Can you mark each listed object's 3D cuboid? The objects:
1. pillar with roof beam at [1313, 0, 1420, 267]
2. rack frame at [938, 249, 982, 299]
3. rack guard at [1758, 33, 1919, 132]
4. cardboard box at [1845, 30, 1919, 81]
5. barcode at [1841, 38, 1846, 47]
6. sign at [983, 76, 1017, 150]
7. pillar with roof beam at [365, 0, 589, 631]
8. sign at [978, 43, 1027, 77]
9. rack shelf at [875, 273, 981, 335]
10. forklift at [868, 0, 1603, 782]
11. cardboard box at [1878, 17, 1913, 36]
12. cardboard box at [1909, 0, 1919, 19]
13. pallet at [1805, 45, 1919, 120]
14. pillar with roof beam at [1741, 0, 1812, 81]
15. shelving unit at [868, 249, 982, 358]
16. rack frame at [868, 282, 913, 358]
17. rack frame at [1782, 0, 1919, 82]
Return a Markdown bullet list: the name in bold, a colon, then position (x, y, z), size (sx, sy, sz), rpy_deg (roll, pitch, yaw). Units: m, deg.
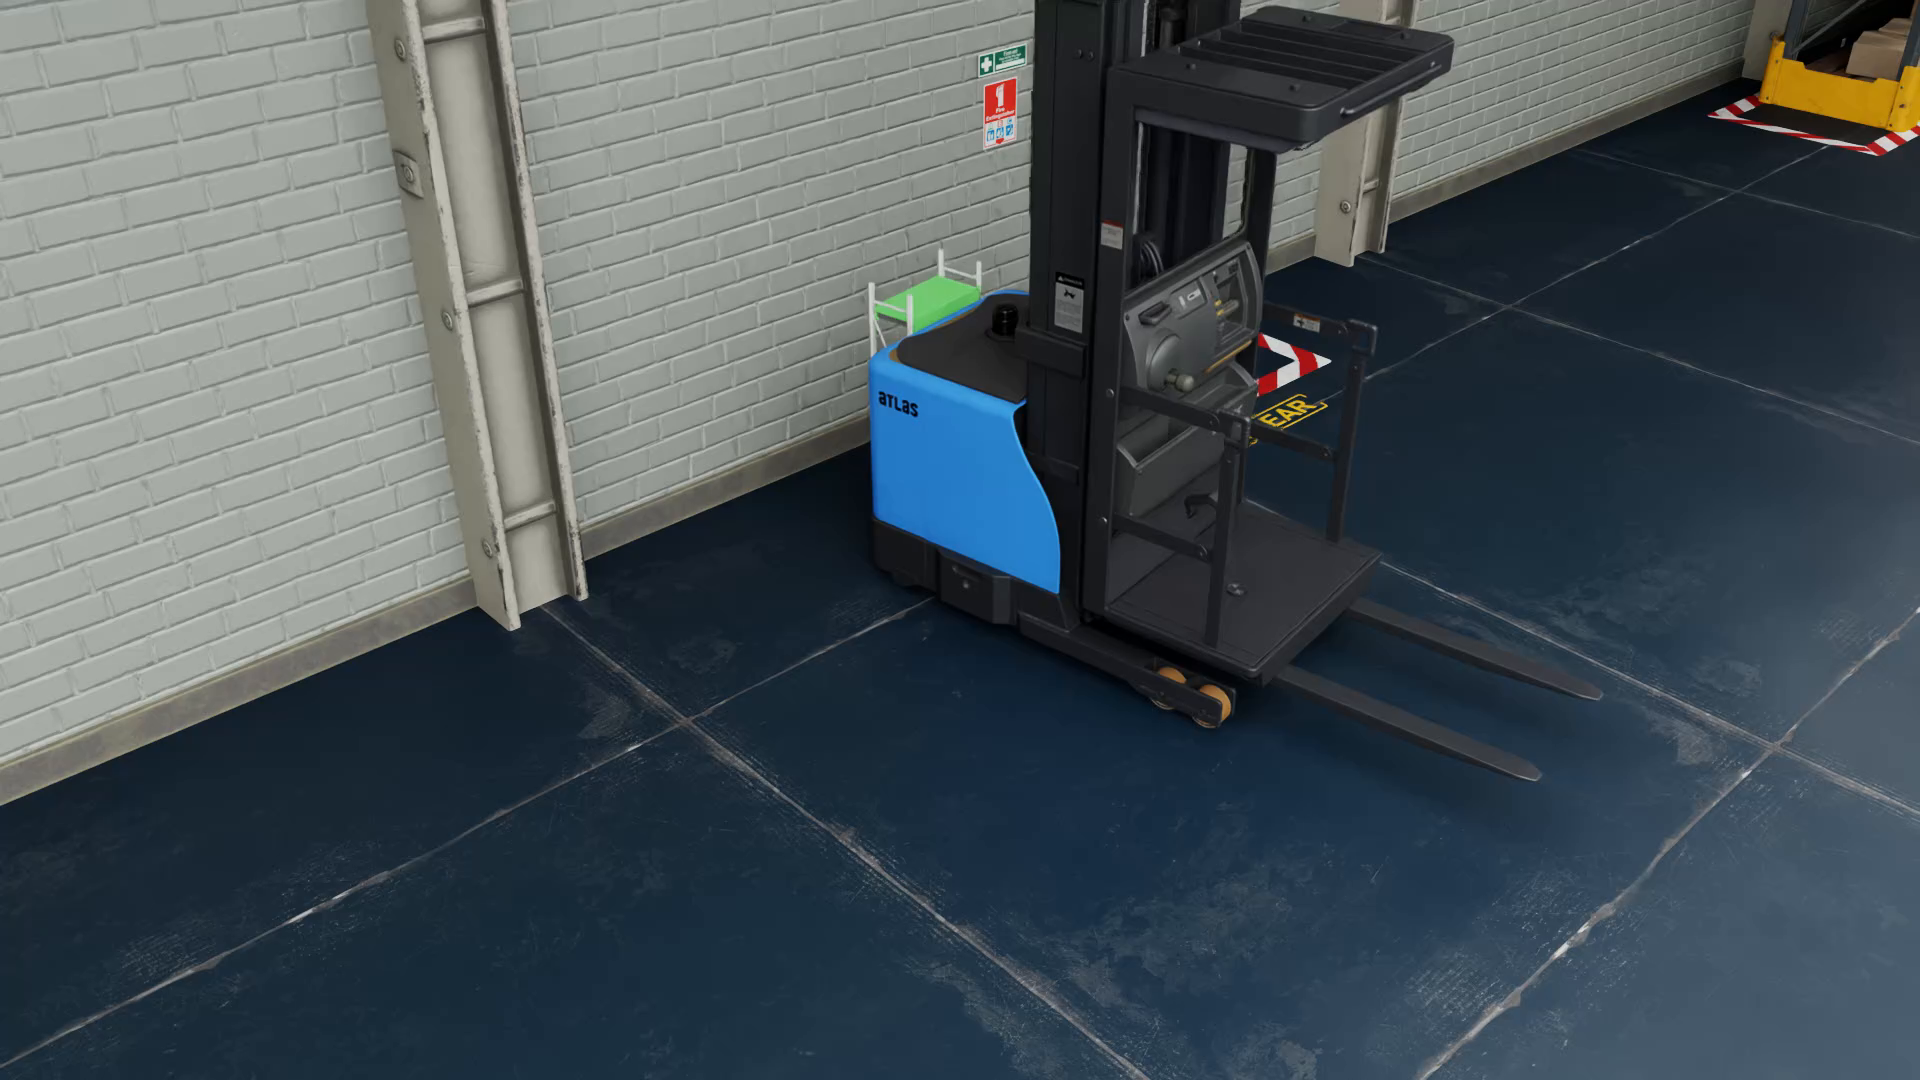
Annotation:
- **pillar with roof beam**: position (5.443, -4.059, 5.762), size (0.400, 9.000, 9.100), rpy_deg (-26, 40, -35)
- **rack frame**: position (-0.001, -0.781, 7.876), size (0.240, 1.200, 0.015), rpy_deg (22, 38, 32)
- **rack guard**: position (7.046, -3.656, 13.249), size (0.348, 0.500, 1.175), rpy_deg (-26, 40, -35)
- **cardboard box**: position (7.559, -3.947, 13.485), size (0.500, 0.311, 0.500), rpy_deg (24, 39, 34)
- **barcode**: position (7.300, -4.110, 13.743), size (0.075, 0.075, 0.001), rpy_deg (-26, 40, -35)
- **sign**: position (0.202, -2.143, 8.345), size (0.234, 0.329, 0.001), rpy_deg (-26, 40, -35)
- **pillar with roof beam**: position (1.043, -1.931, 2.281), size (0.400, 9.000, 9.100), rpy_deg (-26, 40, -35)
- **sign**: position (0.211, -2.367, 8.204), size (0.331, 0.109, 0.001), rpy_deg (-26, 40, -35)
- **rack shelf**: position (-0.152, -1.036, 7.496), size (0.258, 0.148, 0.480), rpy_deg (22, 38, 32)
- **forklift**: position (1.069, -0.826, 6.291), size (3.031, 2.935, 1.130), rpy_deg (22, 38, 32)
- **cardboard box**: position (7.977, -4.149, 13.816), size (0.500, 0.311, 0.500), rpy_deg (-22, 38, -32)
- **cardboard box**: position (8.549, -4.471, 14.161), size (0.700, 0.500, 0.500), rpy_deg (26, 40, 36)
- **pallet**: position (7.666, -3.807, 13.774), size (1.213, 0.211, 1.003), rpy_deg (-26, 40, -35)
- **pillar with roof beam**: position (9.842, -6.187, 9.242), size (0.400, 9.000, 9.100), rpy_deg (-26, 40, -35)
- **shelving unit**: position (-0.152, -0.681, 7.713), size (0.258, 1.200, 0.503), rpy_deg (22, 38, 32)
- **rack frame**: position (-0.303, -0.581, 7.549), size (0.240, 1.200, 0.015), rpy_deg (22, 38, 32)
- **rack frame**: position (6.990, -4.695, 12.553), size (0.127, 3.000, 1.000), rpy_deg (-26, 40, -35)
